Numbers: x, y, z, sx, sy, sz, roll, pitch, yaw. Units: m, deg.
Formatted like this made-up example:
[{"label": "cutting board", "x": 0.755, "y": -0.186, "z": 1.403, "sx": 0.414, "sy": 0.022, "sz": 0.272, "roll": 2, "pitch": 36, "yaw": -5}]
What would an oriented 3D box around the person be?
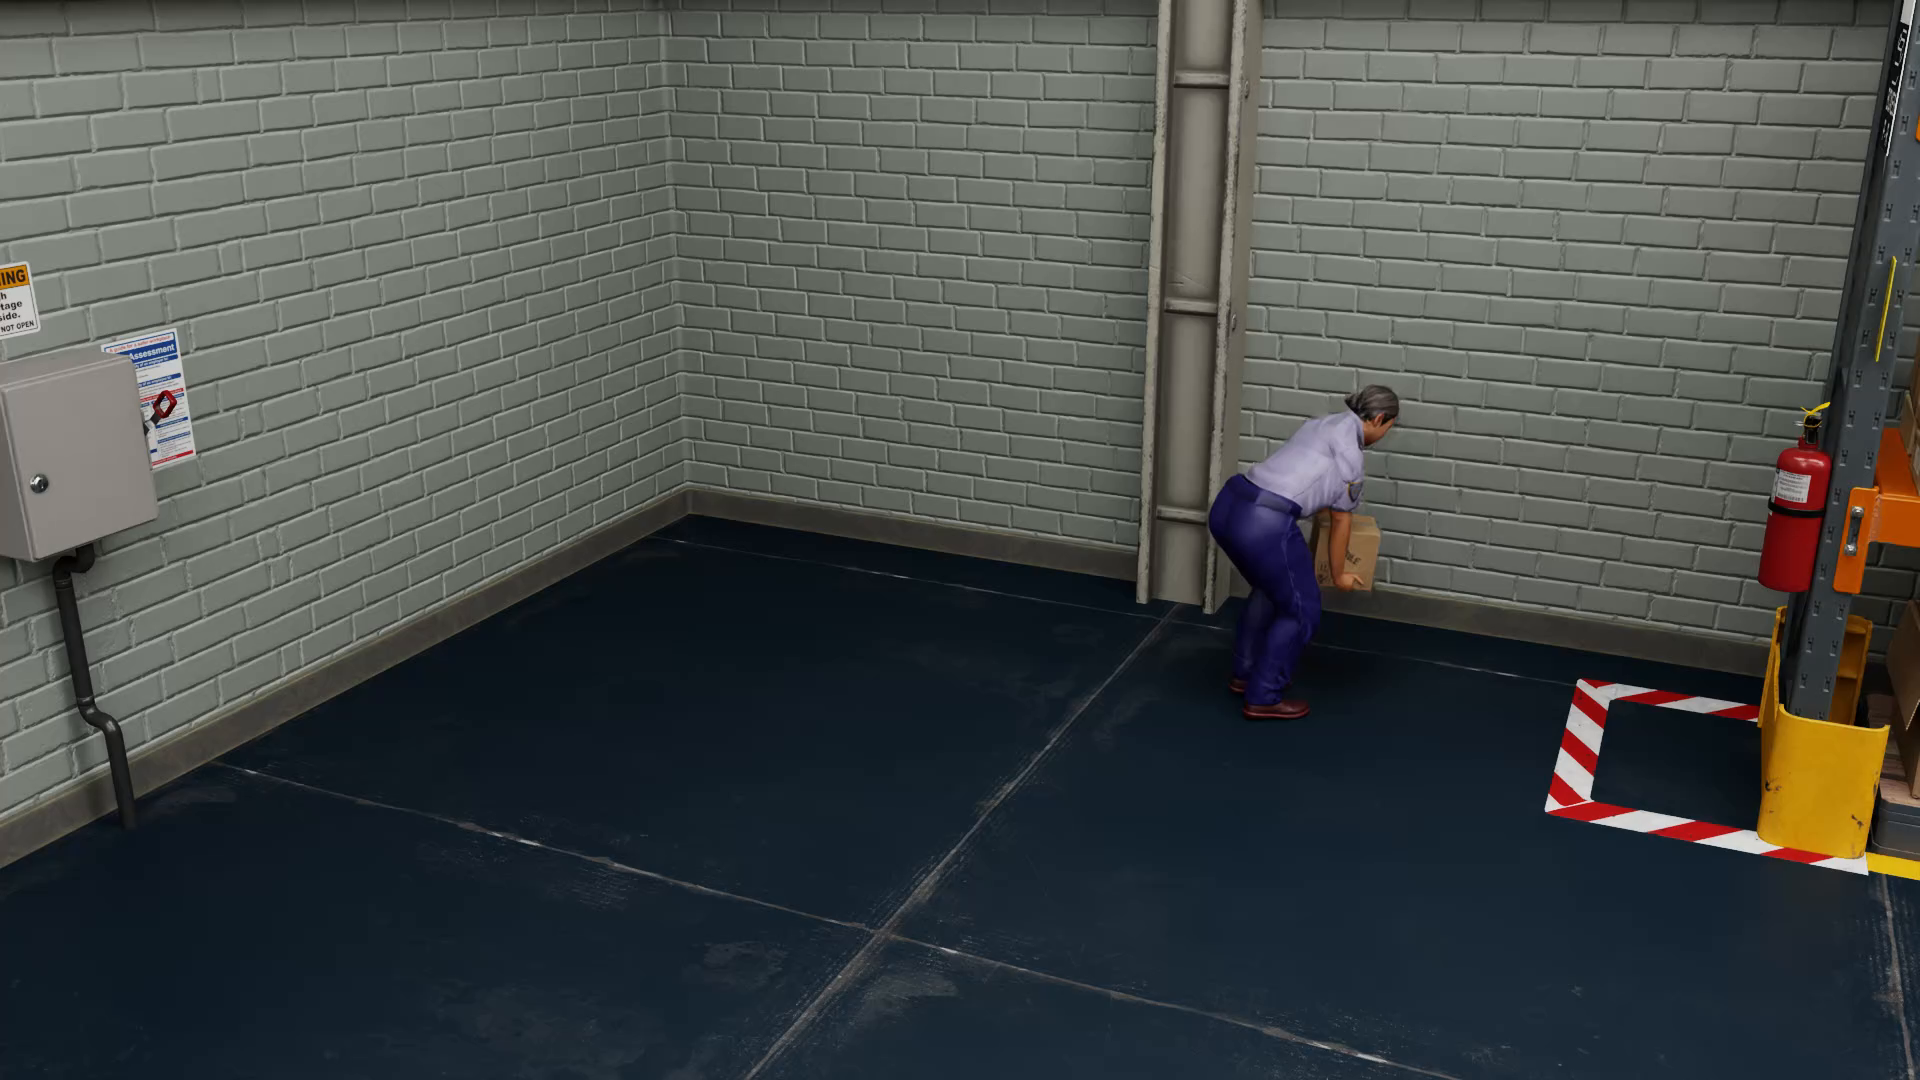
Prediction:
[{"label": "person", "x": 1.435, "y": 0.049, "z": 6.927, "sx": 0.793, "sy": 1.341, "sz": 0.452, "roll": -6, "pitch": 20, "yaw": -17}]
